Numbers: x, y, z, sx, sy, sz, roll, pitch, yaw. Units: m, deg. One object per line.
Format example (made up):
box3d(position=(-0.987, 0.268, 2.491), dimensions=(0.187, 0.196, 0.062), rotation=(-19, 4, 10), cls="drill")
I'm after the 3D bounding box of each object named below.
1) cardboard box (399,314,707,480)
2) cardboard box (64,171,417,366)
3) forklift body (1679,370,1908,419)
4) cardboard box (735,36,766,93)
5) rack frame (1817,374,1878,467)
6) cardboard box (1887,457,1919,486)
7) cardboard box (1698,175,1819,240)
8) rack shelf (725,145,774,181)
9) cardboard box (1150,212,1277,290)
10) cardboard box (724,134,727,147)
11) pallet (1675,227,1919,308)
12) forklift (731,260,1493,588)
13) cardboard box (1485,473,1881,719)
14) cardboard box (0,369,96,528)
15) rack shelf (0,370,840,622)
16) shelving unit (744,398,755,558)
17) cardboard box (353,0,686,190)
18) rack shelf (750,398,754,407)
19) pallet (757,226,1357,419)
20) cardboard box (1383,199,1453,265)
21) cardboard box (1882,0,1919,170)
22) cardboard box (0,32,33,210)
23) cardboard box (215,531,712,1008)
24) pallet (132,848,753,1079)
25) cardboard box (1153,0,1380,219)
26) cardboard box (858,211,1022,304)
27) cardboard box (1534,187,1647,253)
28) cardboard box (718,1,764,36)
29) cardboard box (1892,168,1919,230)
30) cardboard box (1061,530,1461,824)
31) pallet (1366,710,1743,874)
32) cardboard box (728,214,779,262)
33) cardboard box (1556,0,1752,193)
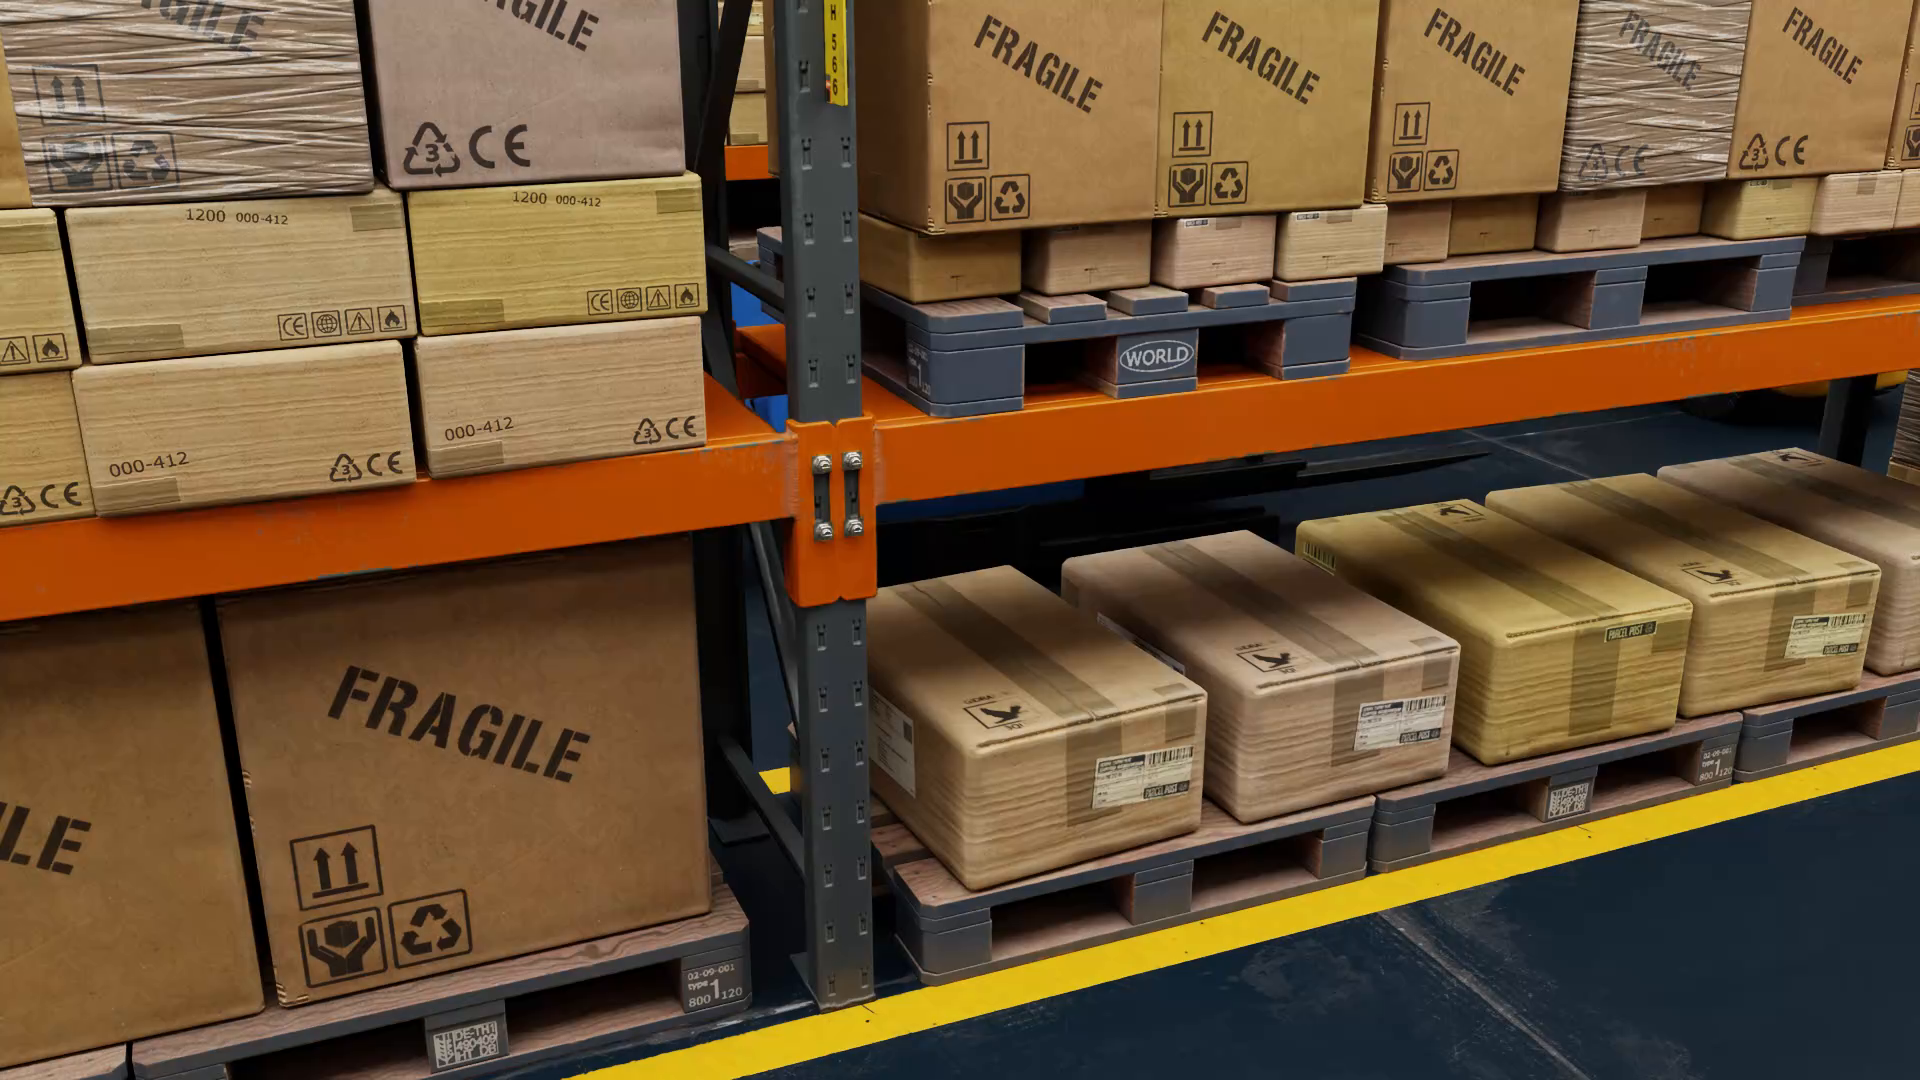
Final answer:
box3d(position=(-0.802, -0.331, 3.170), dimensions=(0.500, 0.250, 0.500), rotation=(-9, 21, -24), cls="cardboard box")
box3d(position=(-1.254, -0.502, 2.905), dimensions=(0.500, 0.250, 0.500), rotation=(-9, 21, -23), cls="cardboard box")
box3d(position=(3.917, -1.906, 8.698), dimensions=(1.214, 2.155, 2.313), rotation=(-8, 21, -22), cls="forklift body")
box3d(position=(-0.958, -2.338, 8.119), dimensions=(0.500, 0.250, 0.500), rotation=(-9, 21, -23), cls="cardboard box")
box3d(position=(3.232, -1.073, 5.054), dimensions=(0.127, 3.000, 1.000), rotation=(-8, 21, -22), cls="rack frame")
box3d(position=(3.669, -0.134, 5.894), dimensions=(0.500, 0.250, 0.500), rotation=(-7, 21, -19), cls="cardboard box")
box3d(position=(1.927, -0.871, 4.226), dimensions=(0.250, 0.149, 0.380), rotation=(-8, 21, -22), cls="cardboard box")
box3d(position=(-0.574, -1.984, 8.723), dimensions=(4.000, 0.370, 1.077), rotation=(-8, 21, -22), cls="rack shelf")
box3d(position=(0.474, -0.662, 3.630), dimensions=(0.250, 0.149, 0.380), rotation=(-10, 22, -25), cls="cardboard box")
box3d(position=(-1.442, -2.038, 8.019), dimensions=(0.500, 0.250, 0.500), rotation=(-9, 21, -23), cls="cardboard box")
box3d(position=(2.473, -0.927, 4.926), dimensions=(1.213, 0.211, 1.003), rotation=(-8, 21, -22), cls="pallet")
box3d(position=(0.682, -1.456, 6.245), dimensions=(3.031, 2.935, 1.130), rotation=(-7, 21, -20), cls="forklift")
box3d(position=(2.093, 0.134, 4.951), dimensions=(0.625, 0.372, 0.950), rotation=(-7, 21, -19), cls="cardboard box")
box3d(position=(-1.734, -0.197, 2.792), dimensions=(0.500, 0.250, 0.500), rotation=(-8, 21, -22), cls="cardboard box")
box3d(position=(-2.277, 0.055, 2.931), dimensions=(4.000, 0.370, 1.077), rotation=(-8, 21, -22), cls="rack shelf")
box3d(position=(-0.857, -0.301, 6.002), dimensions=(0.210, 0.900, 0.258), rotation=(-12, 23, -21), cls="shelving unit")
box3d(position=(-0.812, -0.918, 2.957), dimensions=(0.500, 0.500, 0.500), rotation=(-9, 21, -23), cls="cardboard box")
box3d(position=(-0.871, -0.521, 5.917), dimensions=(0.200, 0.077, 0.258), rotation=(-12, 23, -21), cls="rack shelf")
box3d(position=(0.172, -0.583, 3.949), dimensions=(1.003, 0.211, 1.213), rotation=(-8, 21, -22), cls="pallet")
box3d(position=(0.925, -0.747, 3.873), dimensions=(0.250, 0.149, 0.380), rotation=(-7, 21, -19), cls="cardboard box")
box3d(position=(2.444, -1.262, 4.360), dimensions=(0.500, 0.500, 0.500), rotation=(-8, 21, -22), cls="cardboard box")
box3d(position=(-1.738, -0.785, 2.578), dimensions=(0.500, 0.500, 0.500), rotation=(-8, 21, -22), cls="cardboard box")
box3d(position=(-1.108, 0.323, 3.656), dimensions=(0.875, 0.875, 0.875), rotation=(-8, 21, -22), cls="cardboard box")
box3d(position=(-1.194, 0.849, 3.793), dimensions=(1.213, 0.211, 1.003), rotation=(-8, 21, -22), cls="pallet")
box3d(position=(0.540, -0.992, 3.592), dimensions=(0.500, 0.500, 0.500), rotation=(-7, 21, -19), cls="cardboard box")
box3d(position=(-0.069, -0.613, 3.491), dimensions=(0.250, 0.149, 0.380), rotation=(-9, 22, -25), cls="cardboard box")
box3d(position=(1.435, -0.810, 4.053), dimensions=(0.250, 0.149, 0.380), rotation=(-7, 21, -20), cls="cardboard box")
box3d(position=(-1.077, -2.523, 8.044), dimensions=(0.250, 0.149, 0.380), rotation=(-8, 21, -21), cls="cardboard box")
box3d(position=(2.397, -0.927, 4.384), dimensions=(0.250, 0.149, 0.380), rotation=(-9, 21, -23), cls="cardboard box")
box3d(position=(0.757, 0.324, 4.411), dimensions=(0.625, 0.372, 0.950), rotation=(-9, 21, -23), cls="cardboard box")
box3d(position=(1.396, 0.507, 4.765), dimensions=(1.213, 0.211, 1.003), rotation=(-8, 21, -22), cls="pallet")
box3d(position=(-1.235, -1.304, 8.653), dimensions=(0.625, 0.625, 0.875), rotation=(-7, 21, -20), cls="cardboard box")
box3d(position=(1.487, -1.127, 3.976), dimensions=(0.500, 0.500, 0.500), rotation=(-9, 21, -24), cls="cardboard box")
